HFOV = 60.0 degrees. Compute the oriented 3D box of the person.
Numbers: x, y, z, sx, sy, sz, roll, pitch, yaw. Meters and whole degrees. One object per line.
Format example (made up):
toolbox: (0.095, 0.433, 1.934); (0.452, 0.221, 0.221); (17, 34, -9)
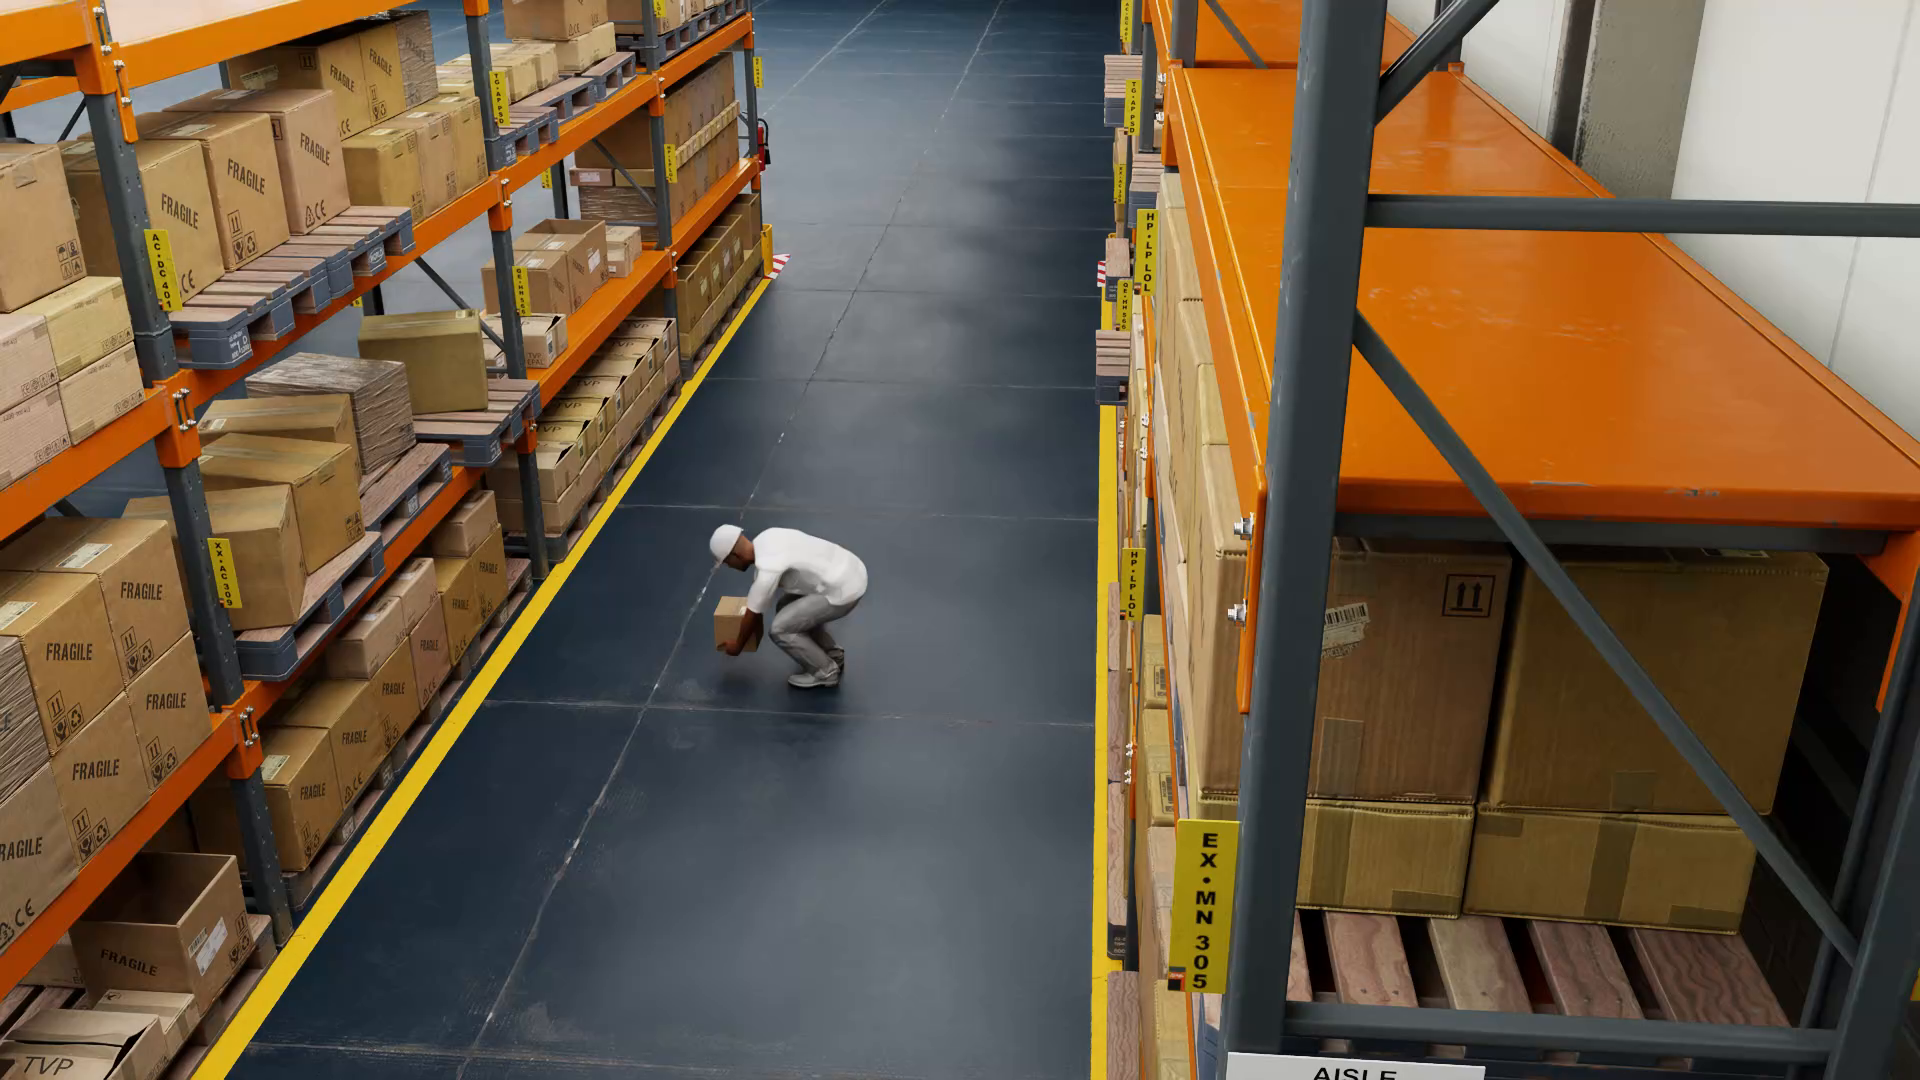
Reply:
person: (-1.026, 0.376, 10.076); (0.934, 1.007, 0.531); (1, 24, 2)
